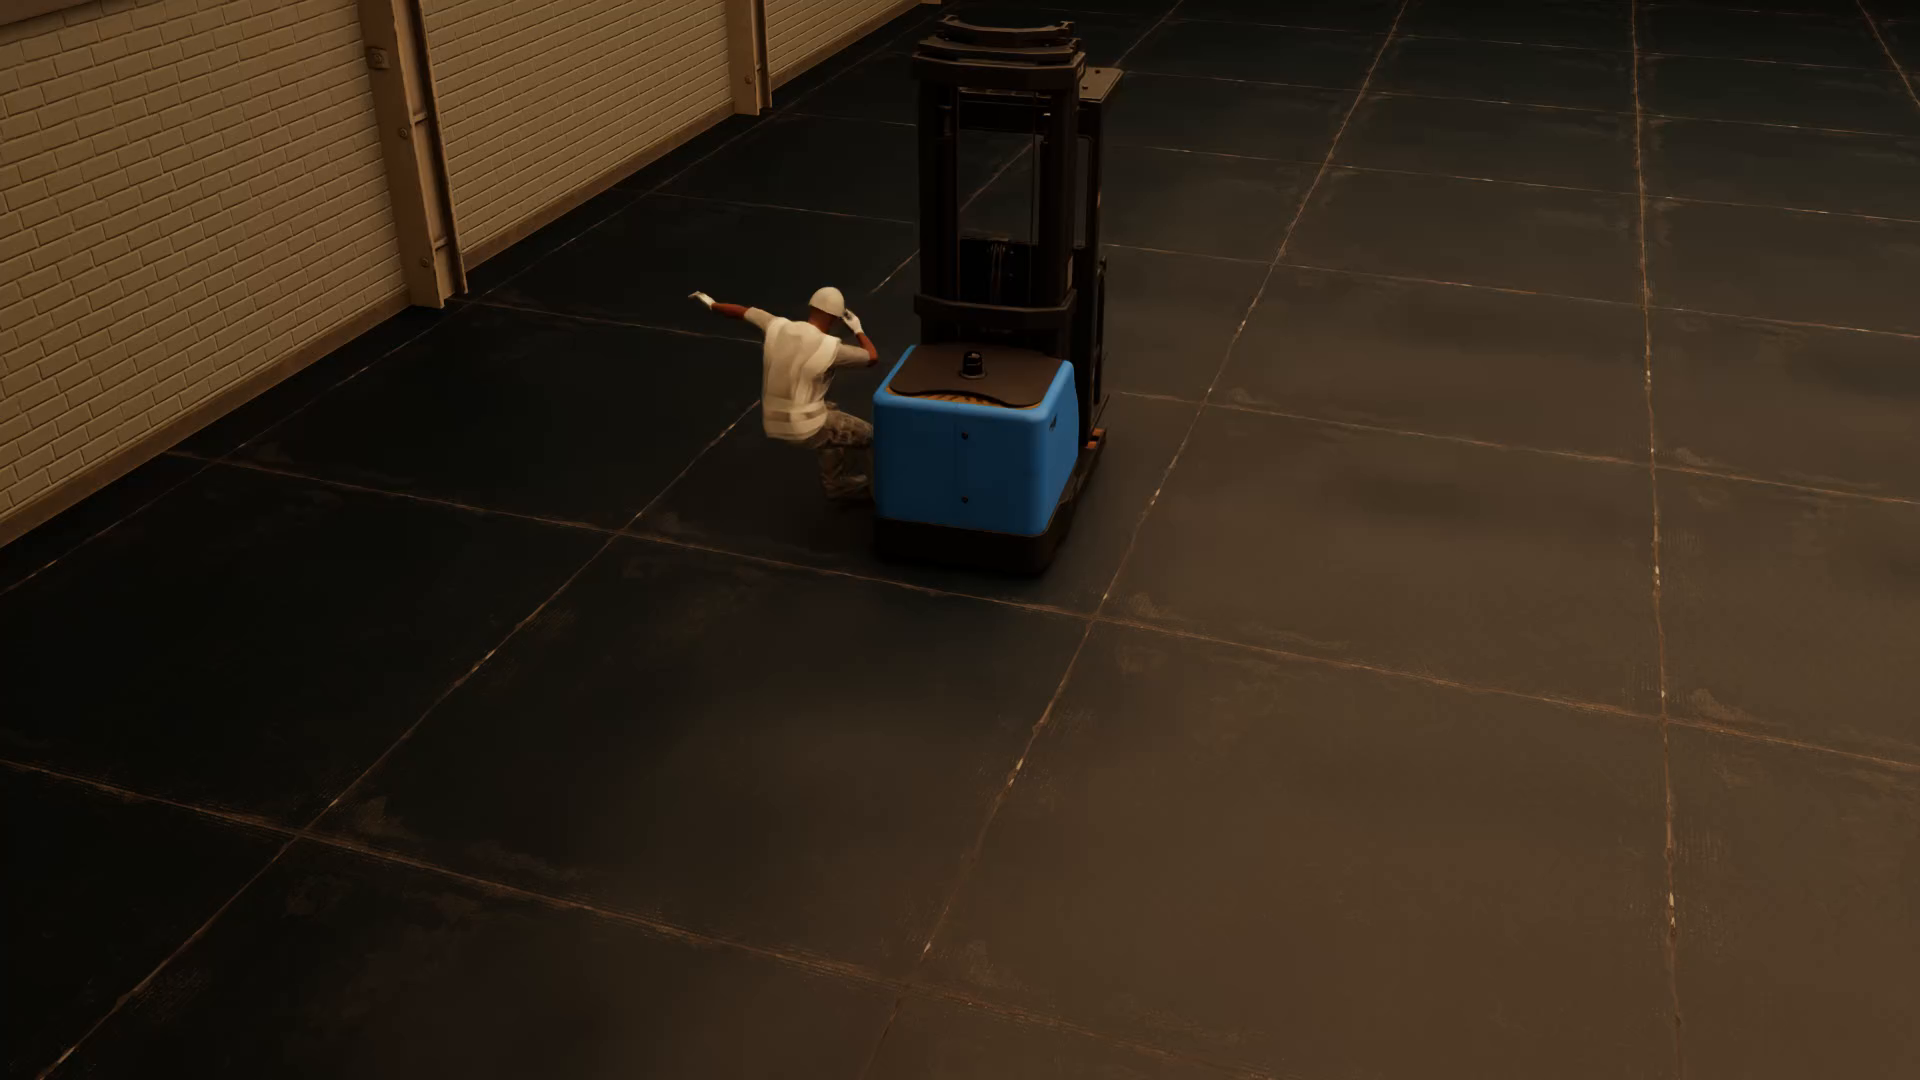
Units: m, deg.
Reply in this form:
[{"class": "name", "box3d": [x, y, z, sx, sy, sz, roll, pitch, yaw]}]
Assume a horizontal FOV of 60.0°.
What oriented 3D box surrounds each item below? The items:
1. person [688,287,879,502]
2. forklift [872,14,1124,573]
[{"class": "person", "box3d": [-0.966, -0.886, 10.222, 1.519, 1.440, 0.768, 20, 35, 31]}, {"class": "forklift", "box3d": [0.357, -1.801, 10.295, 1.130, 2.935, 3.031, 7, 31, 13]}]
